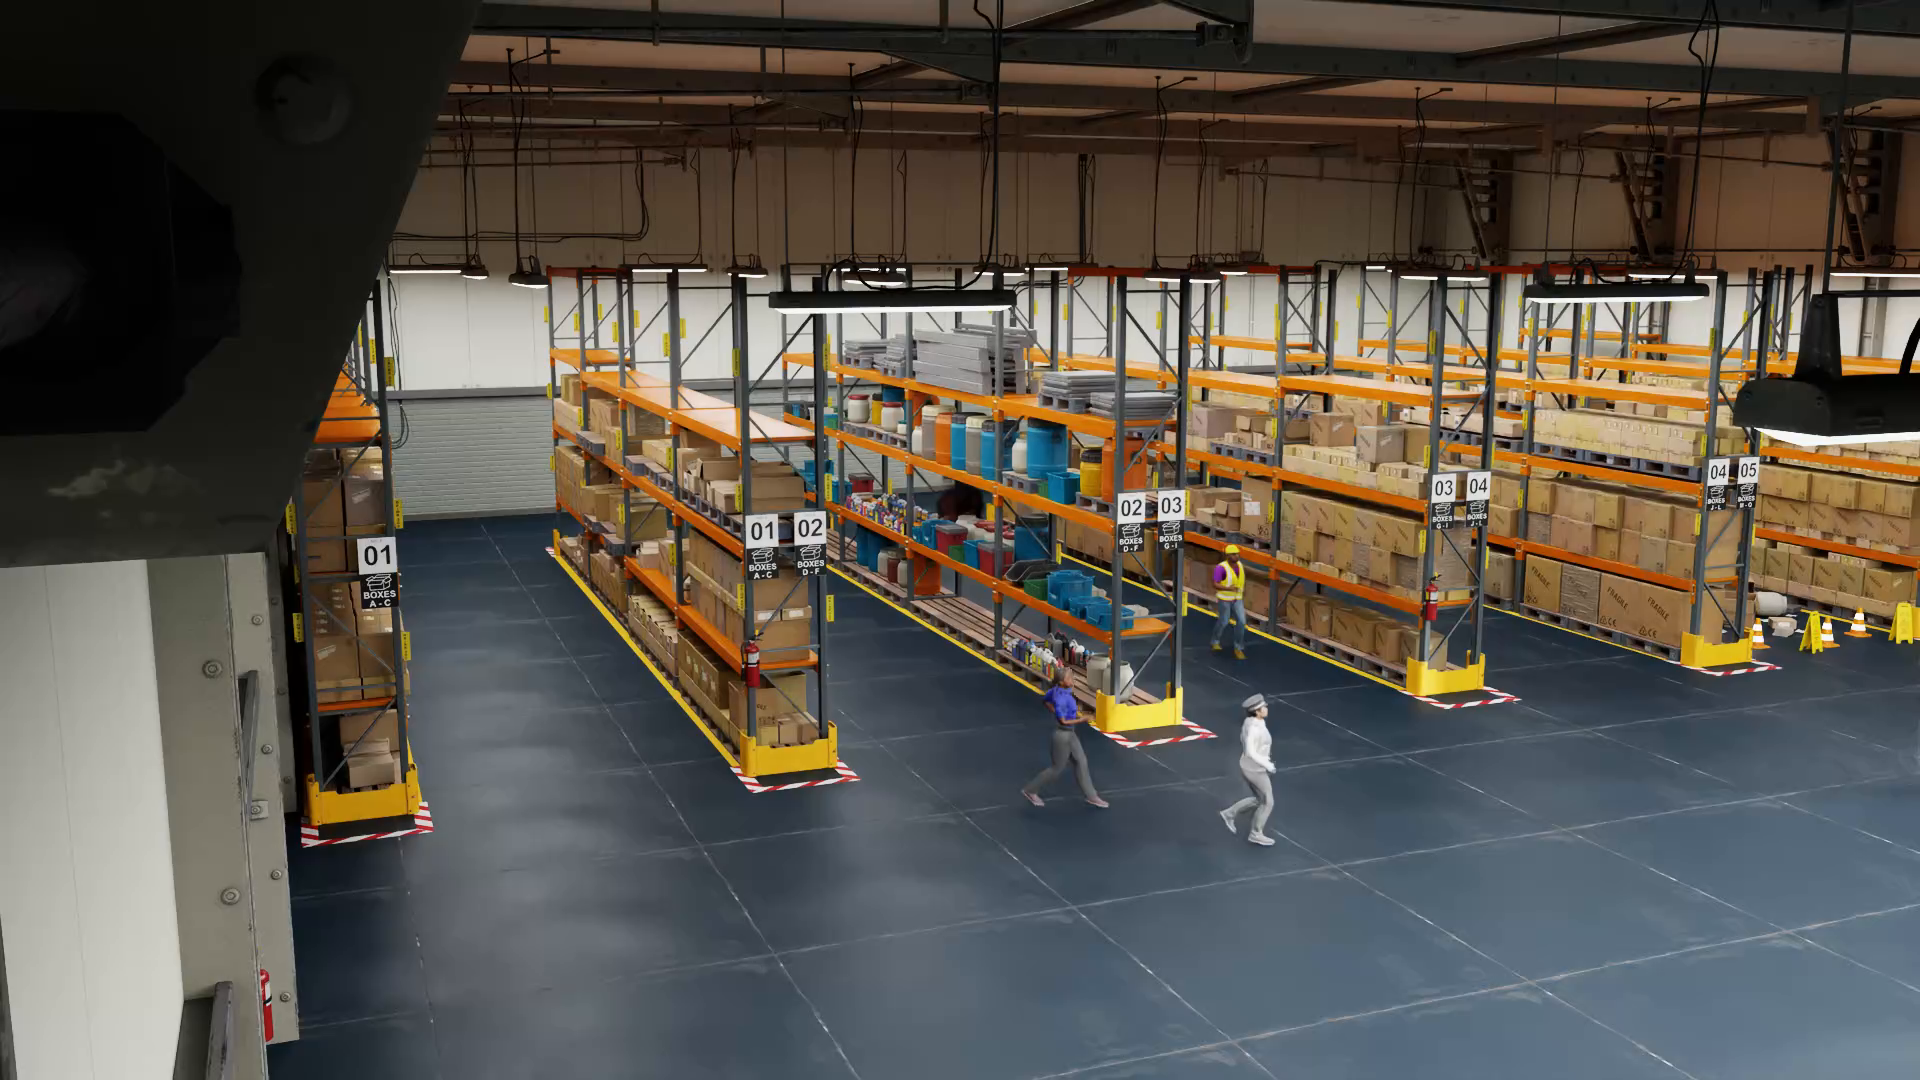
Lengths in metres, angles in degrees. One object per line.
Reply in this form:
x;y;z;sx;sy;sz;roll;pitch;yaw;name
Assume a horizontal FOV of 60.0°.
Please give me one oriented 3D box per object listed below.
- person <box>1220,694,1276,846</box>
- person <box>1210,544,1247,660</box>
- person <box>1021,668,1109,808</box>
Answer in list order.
3.101;2.457;17.795;0.586;1.673;0.628;0;10;2;person
4.238;0.975;26.060;0.724;1.847;0.757;-5;11;-25;person
1.206;2.251;18.905;0.990;1.642;0.587;1;10;8;person
